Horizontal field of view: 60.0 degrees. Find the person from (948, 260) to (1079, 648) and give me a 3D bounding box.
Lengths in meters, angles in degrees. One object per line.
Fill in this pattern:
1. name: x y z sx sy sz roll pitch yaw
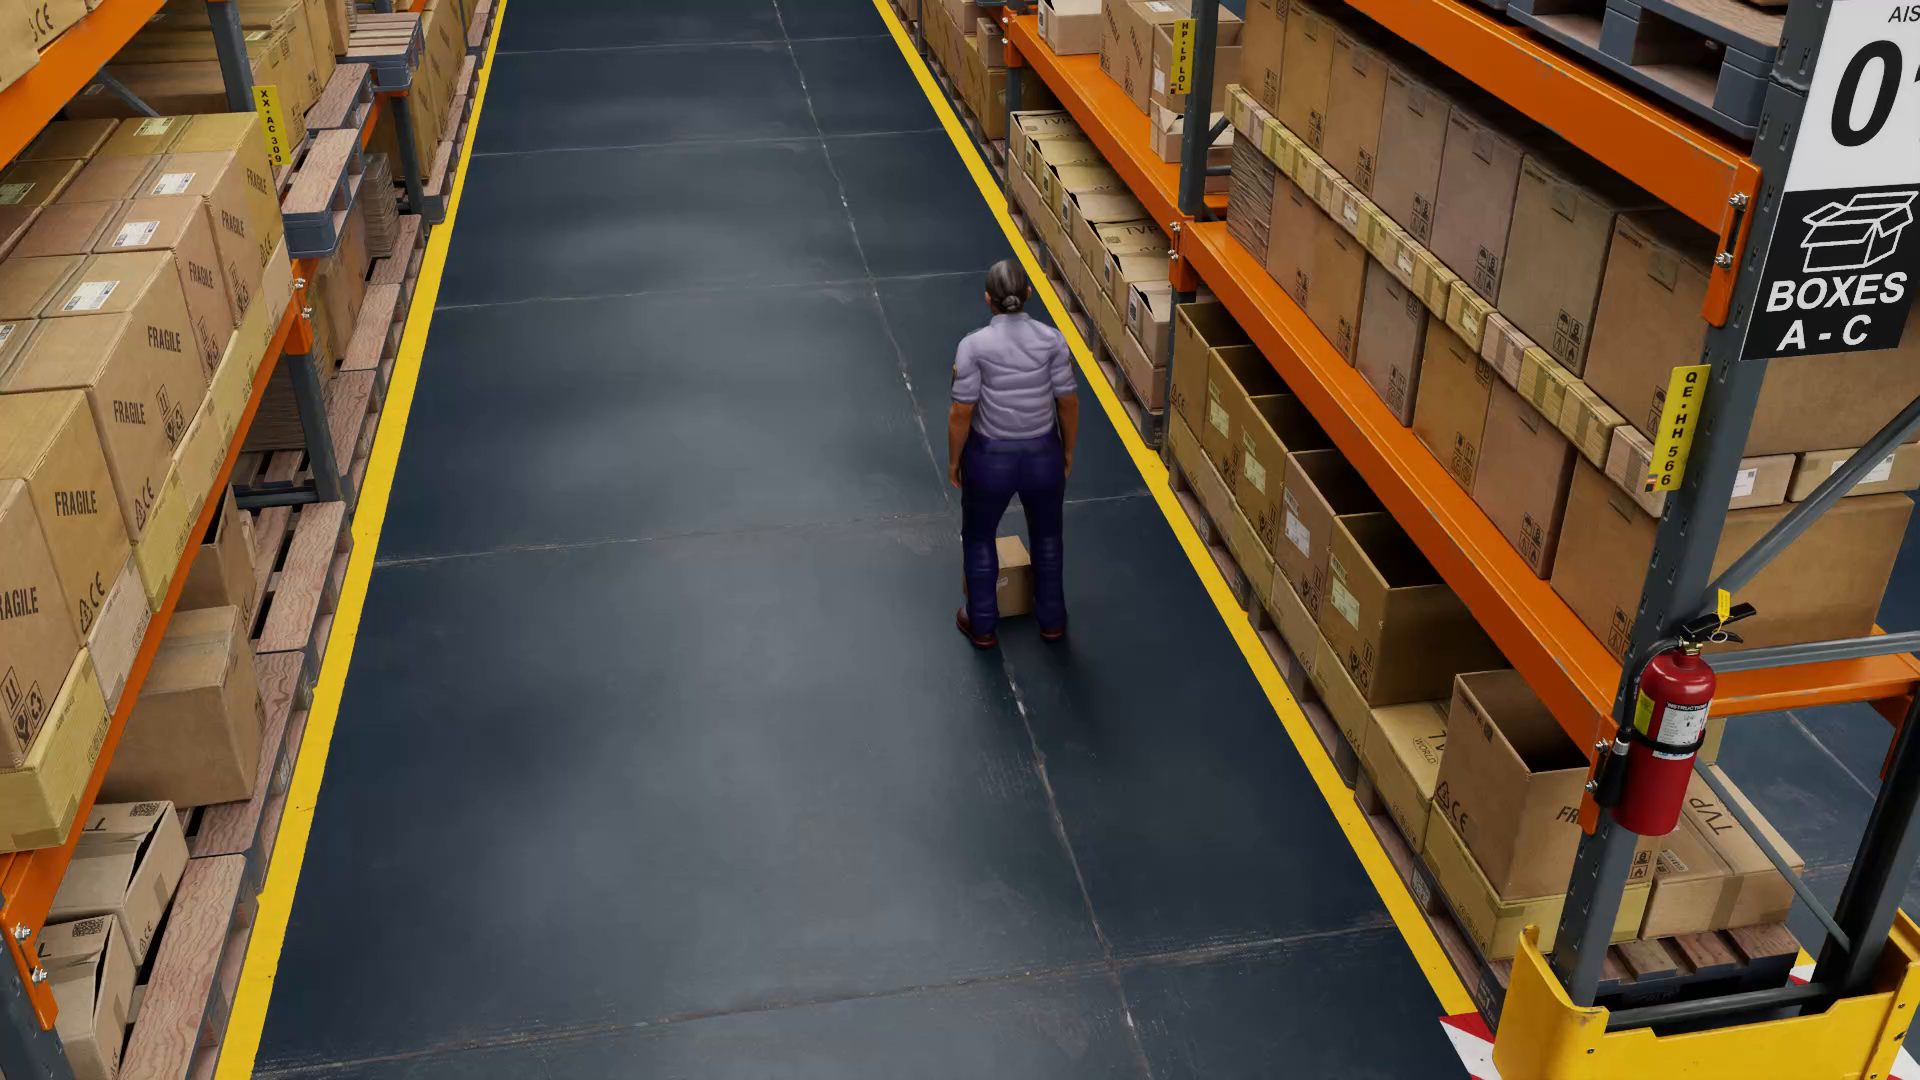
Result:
1. person: 0.214 -0.310 6.674 0.537 1.637 0.373 -5 31 -8
